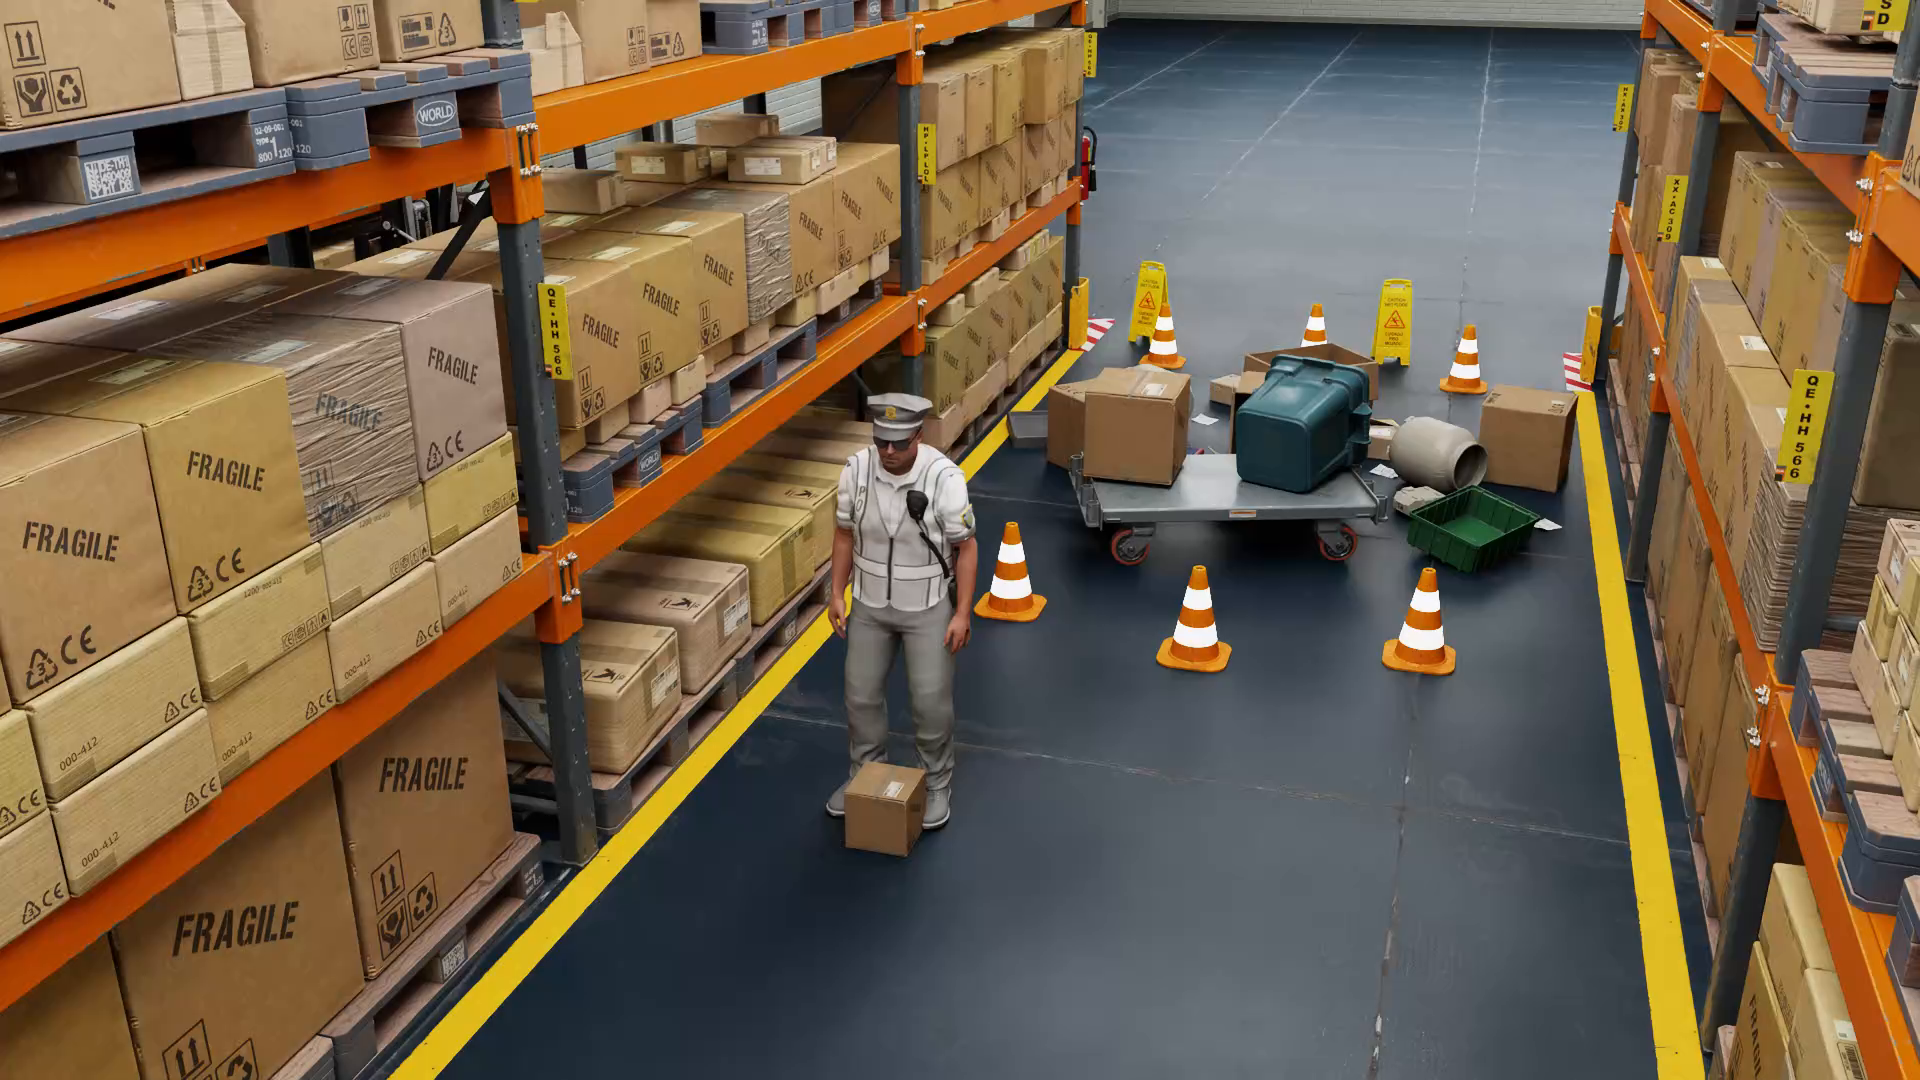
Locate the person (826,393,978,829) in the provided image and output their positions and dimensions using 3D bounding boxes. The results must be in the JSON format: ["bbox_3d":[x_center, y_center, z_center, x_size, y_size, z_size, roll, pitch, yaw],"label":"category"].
[{"bbox_3d":[-0.222,0.252,6.451,0.586,1.745,0.439,7,23,16],"label":"person"}]
